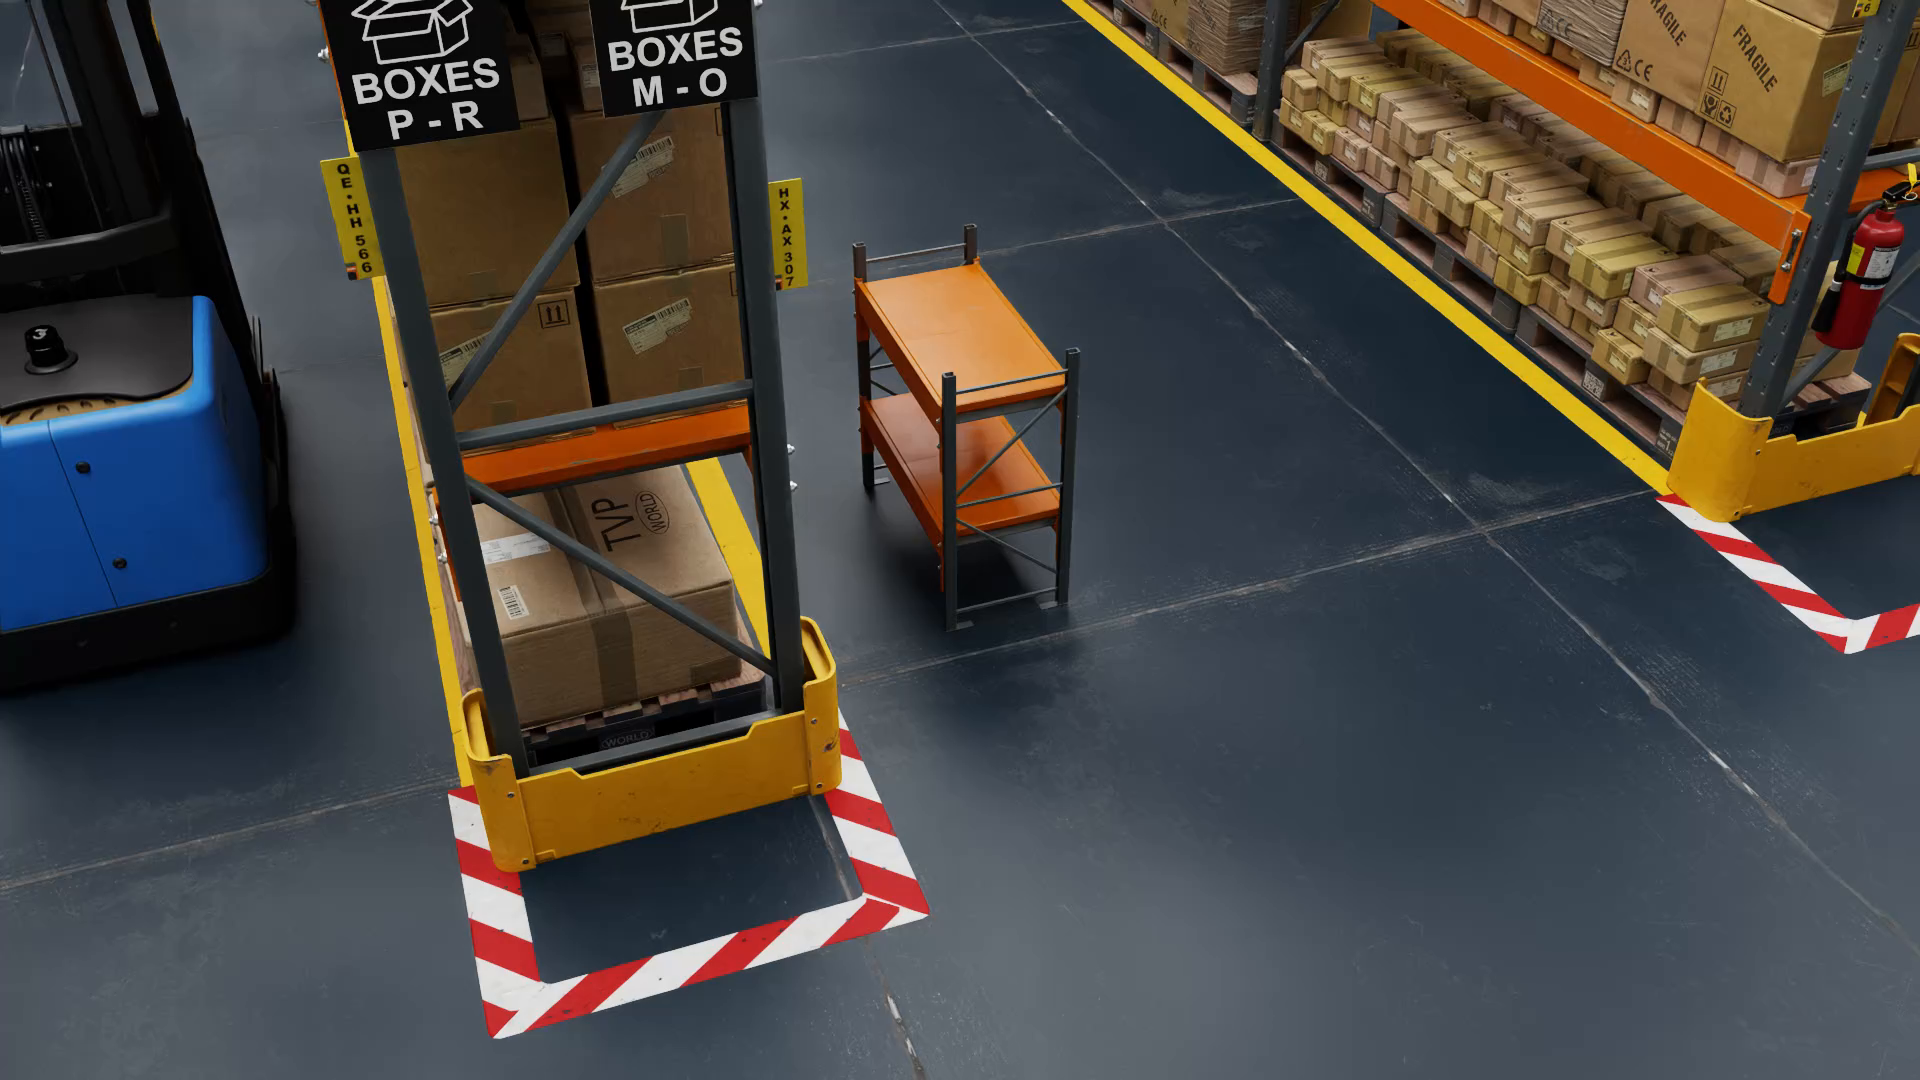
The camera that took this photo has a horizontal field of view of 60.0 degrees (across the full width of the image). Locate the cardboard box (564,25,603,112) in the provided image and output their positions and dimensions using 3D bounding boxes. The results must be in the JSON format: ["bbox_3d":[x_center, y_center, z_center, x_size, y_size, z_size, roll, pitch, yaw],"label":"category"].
[{"bbox_3d":[-0.862,-1.307,4.538,0.380,0.149,0.250,-12,39,-15],"label":"cardboard box"}]

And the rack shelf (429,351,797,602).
[{"bbox_3d":[-1.688,-1.193,6.438,1.077,0.370,4.000,-12,39,-16],"label":"rack shelf"}]

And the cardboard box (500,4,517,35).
[{"bbox_3d":[-1.421,-1.348,4.594,0.380,0.149,0.250,-12,39,-15],"label":"cardboard box"}]

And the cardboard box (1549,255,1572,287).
[{"bbox_3d":[2.988,-1.285,7.737,0.380,0.149,0.250,-13,39,-16],"label":"cardboard box"}]

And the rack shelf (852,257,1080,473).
[{"bbox_3d":[0.002,-0.679,6.230,0.538,0.278,1.000,-12,39,-16],"label":"rack shelf"}]

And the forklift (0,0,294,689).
[{"bbox_3d":[-3.515,-1.527,6.342,1.130,2.935,3.031,-13,39,-16],"label":"forklift"}]

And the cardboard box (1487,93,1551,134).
[{"bbox_3d":[3.017,-2.240,8.756,0.380,0.149,0.250,-14,39,-18],"label":"cardboard box"}]

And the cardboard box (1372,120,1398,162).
[{"bbox_3d":[2.441,-2.161,8.899,0.380,0.149,0.250,-14,39,-18],"label":"cardboard box"}]

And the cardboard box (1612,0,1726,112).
[{"bbox_3d":[3.045,-2.084,6.693,0.500,0.500,0.500,-13,39,-17],"label":"cardboard box"}]

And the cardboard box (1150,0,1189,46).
[{"bbox_3d":[1.570,-3.517,10.655,0.500,0.500,0.500,-13,39,-17],"label":"cardboard box"}]

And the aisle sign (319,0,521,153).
[{"bbox_3d":[-1.266,-1.284,3.801,0.394,0.787,0.004,-12,39,-16],"label":"aisle sign"}]

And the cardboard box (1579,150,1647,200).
[{"bbox_3d":[3.281,-1.805,8.179,0.380,0.149,0.250,-12,39,-15],"label":"cardboard box"}]

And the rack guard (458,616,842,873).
[{"bbox_3d":[-0.991,0.662,5.456,1.175,0.500,0.348,-12,39,-16],"label":"rack guard"}]

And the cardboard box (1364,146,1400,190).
[{"bbox_3d":[2.421,-2.036,8.980,0.380,0.149,0.250,-13,39,-17],"label":"cardboard box"}]

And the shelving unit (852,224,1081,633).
[{"bbox_3d":[0.002,-0.445,6.407,0.538,1.125,1.048,-12,39,-16],"label":"shelving unit"}]

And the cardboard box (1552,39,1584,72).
[{"bbox_3d":[2.876,-2.203,7.391,0.380,0.149,0.250,-14,39,-18],"label":"cardboard box"}]

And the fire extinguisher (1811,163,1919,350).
[{"bbox_3d":[3.267,-1.015,5.978,0.296,0.674,0.183,-12,39,-16],"label":"fire extinguisher"}]

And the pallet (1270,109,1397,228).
[{"bbox_3d":[2.501,-2.206,9.503,1.003,0.211,1.213,-12,39,-16],"label":"pallet"}]

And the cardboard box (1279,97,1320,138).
[{"bbox_3d":[2.061,-2.449,9.528,0.380,0.149,0.250,-14,39,-18],"label":"cardboard box"}]

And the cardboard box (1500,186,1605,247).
[{"bbox_3d":[2.778,-1.519,7.799,0.380,0.149,0.250,-11,38,-14],"label":"cardboard box"}]

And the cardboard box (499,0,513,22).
[{"bbox_3d":[-1.266,-1.699,5.599,0.500,0.500,0.500,-13,39,-16],"label":"cardboard box"}]

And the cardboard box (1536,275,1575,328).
[{"bbox_3d":[2.946,-1.144,7.796,0.380,0.149,0.250,-12,39,-15],"label":"cardboard box"}]

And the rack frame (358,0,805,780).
[{"bbox_3d":[-0.999,-0.350,4.722,1.000,3.000,0.127,-12,39,-16],"label":"rack frame"}]

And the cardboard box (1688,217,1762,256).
[{"bbox_3d":[3.578,-1.365,7.595,0.380,0.149,0.250,-13,39,-16],"label":"cardboard box"}]

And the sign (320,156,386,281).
[{"bbox_3d":[-1.514,-0.803,4.164,0.100,0.325,0.005,-12,39,-16],"label":"sign"}]

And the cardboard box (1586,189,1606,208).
[{"bbox_3d":[3.167,-1.658,8.231,0.380,0.149,0.250,-11,38,-14],"label":"cardboard box"}]

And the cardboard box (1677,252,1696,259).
[{"bbox_3d":[3.466,-1.216,7.644,0.380,0.149,0.250,-12,39,-15],"label":"cardboard box"}]

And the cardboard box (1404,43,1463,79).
[{"bbox_3d":[2.729,-2.675,9.335,0.380,0.149,0.250,-12,39,-15],"label":"cardboard box"}]

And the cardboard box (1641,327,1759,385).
[{"bbox_3d":[3.164,-0.819,7.118,0.380,0.149,0.250,-13,39,-17],"label":"cardboard box"}]

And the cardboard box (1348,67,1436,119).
[{"bbox_3d":[2.334,-2.420,8.996,0.380,0.149,0.250,-13,39,-17],"label":"cardboard box"}]

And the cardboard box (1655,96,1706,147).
[{"bbox_3d":[3.085,-1.744,6.781,0.380,0.149,0.250,-13,39,-16],"label":"cardboard box"}]

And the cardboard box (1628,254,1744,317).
[{"bbox_3d":[3.161,-1.099,7.242,0.380,0.149,0.250,-12,39,-15],"label":"cardboard box"}]

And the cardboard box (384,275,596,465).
[{"bbox_3d":[-1.414,-0.608,4.981,0.500,0.500,0.500,-12,39,-16],"label":"cardboard box"}]

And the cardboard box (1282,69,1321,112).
[{"bbox_3d":[2.061,-2.569,9.440,0.380,0.149,0.250,-11,38,-14],"label":"cardboard box"}]

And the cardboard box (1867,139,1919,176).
[{"bbox_3d":[3.810,-1.583,6.567,0.380,0.149,0.250,-13,39,-16],"label":"cardboard box"}]

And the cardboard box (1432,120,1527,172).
[{"bbox_3d":[2.627,-1.980,8.412,0.380,0.149,0.250,-14,39,-18],"label":"cardboard box"}]

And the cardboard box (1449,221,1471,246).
[{"bbox_3d":[2.708,-1.592,8.390,0.380,0.149,0.250,-11,38,-15],"label":"cardboard box"}]

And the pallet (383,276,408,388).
[{"bbox_3d":[-2.188,-1.050,7.969,1.003,0.211,1.213,-12,39,-16],"label":"pallet"}]

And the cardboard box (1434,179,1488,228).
[{"bbox_3d":[2.602,-1.701,8.288,0.380,0.149,0.250,-12,39,-15],"label":"cardboard box"}]

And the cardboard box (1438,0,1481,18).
[{"bbox_3d":[2.526,-2.630,7.957,0.380,0.149,0.250,-11,38,-14],"label":"cardboard box"}]

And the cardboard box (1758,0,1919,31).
[{"bbox_3d":[3.223,-2.197,6.013,0.500,0.500,0.500,-13,39,-17],"label":"cardboard box"}]

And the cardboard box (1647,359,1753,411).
[{"bbox_3d":[3.237,-0.715,7.227,0.380,0.149,0.250,-12,39,-15],"label":"cardboard box"}]
